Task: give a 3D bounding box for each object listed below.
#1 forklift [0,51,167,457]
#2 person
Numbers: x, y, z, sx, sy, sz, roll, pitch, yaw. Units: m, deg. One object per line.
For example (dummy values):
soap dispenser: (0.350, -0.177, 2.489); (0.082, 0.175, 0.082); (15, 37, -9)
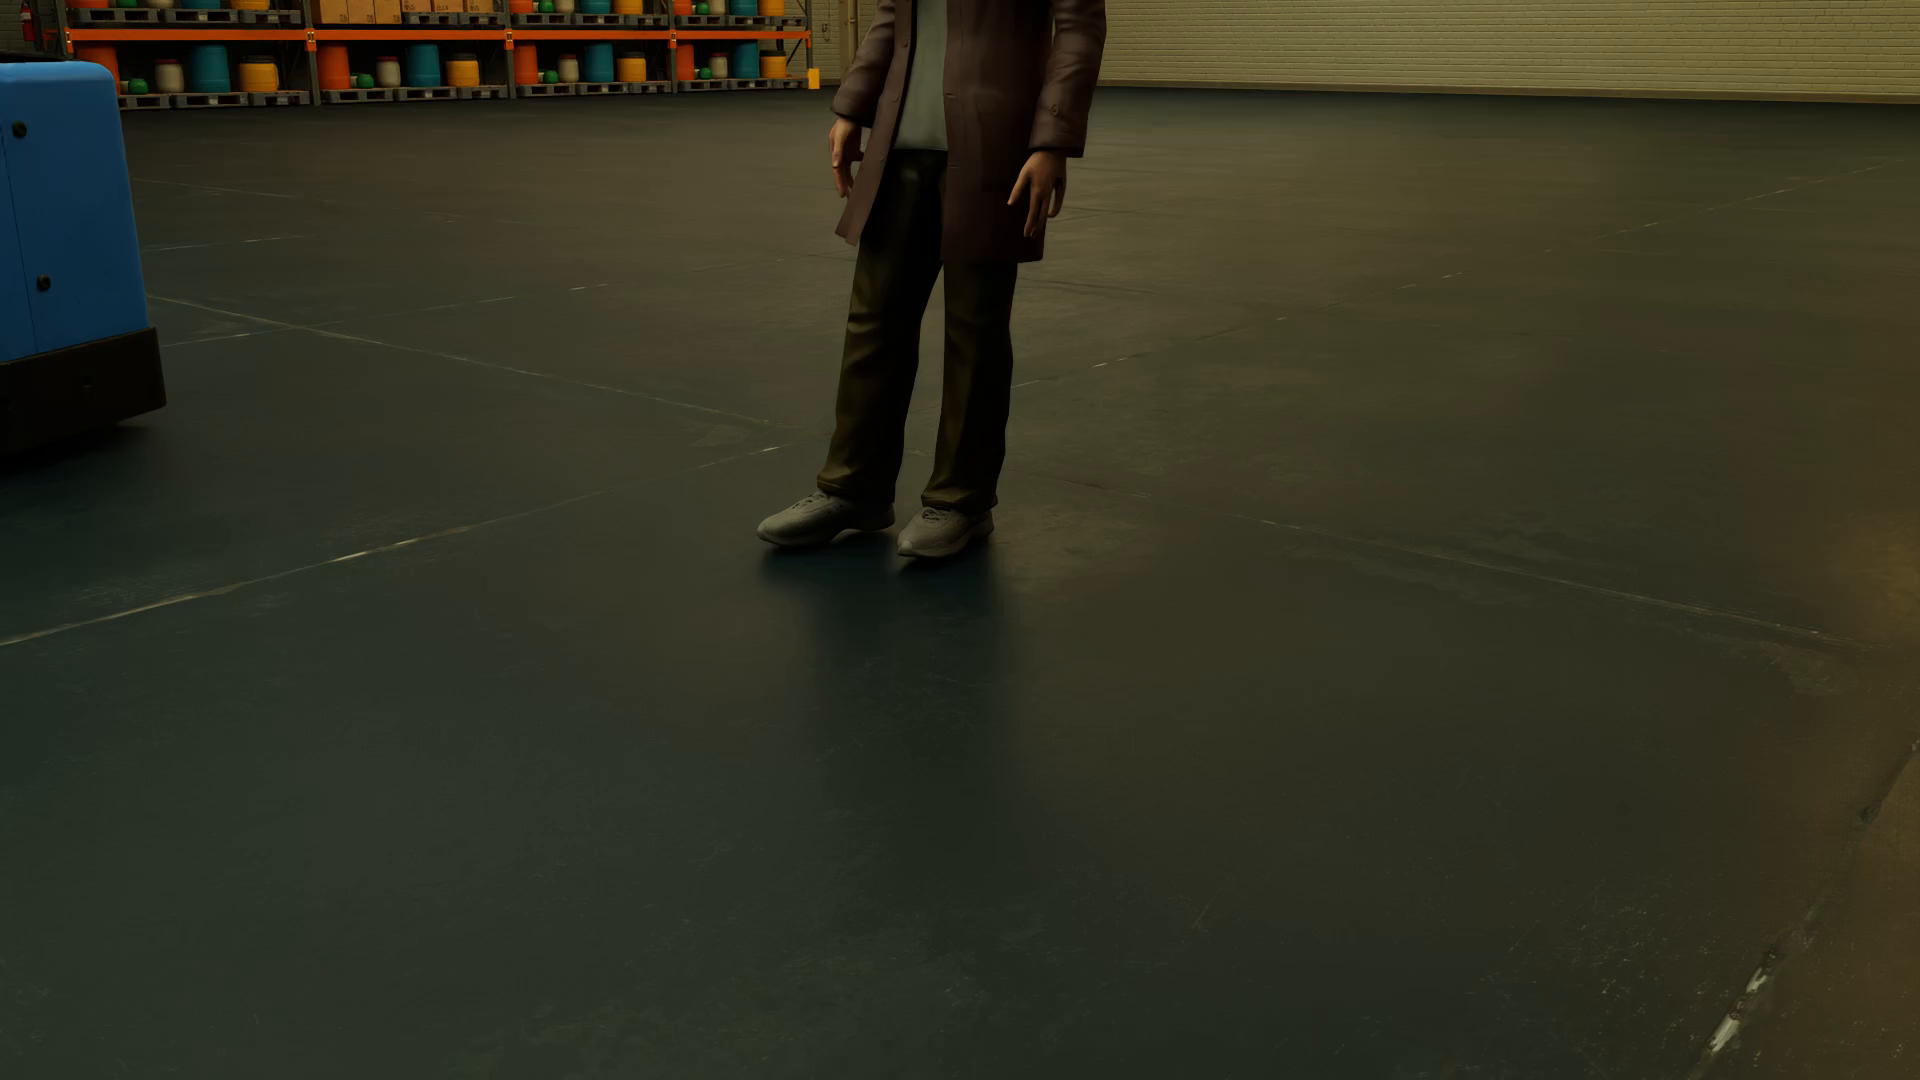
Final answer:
forklift: (-3.974, -1.713, 4.538); (3.031, 2.935, 1.130); (4, 17, 13)
person: (-0.062, -0.838, 3.618); (0.696, 1.775, 0.582); (13, 21, 37)
